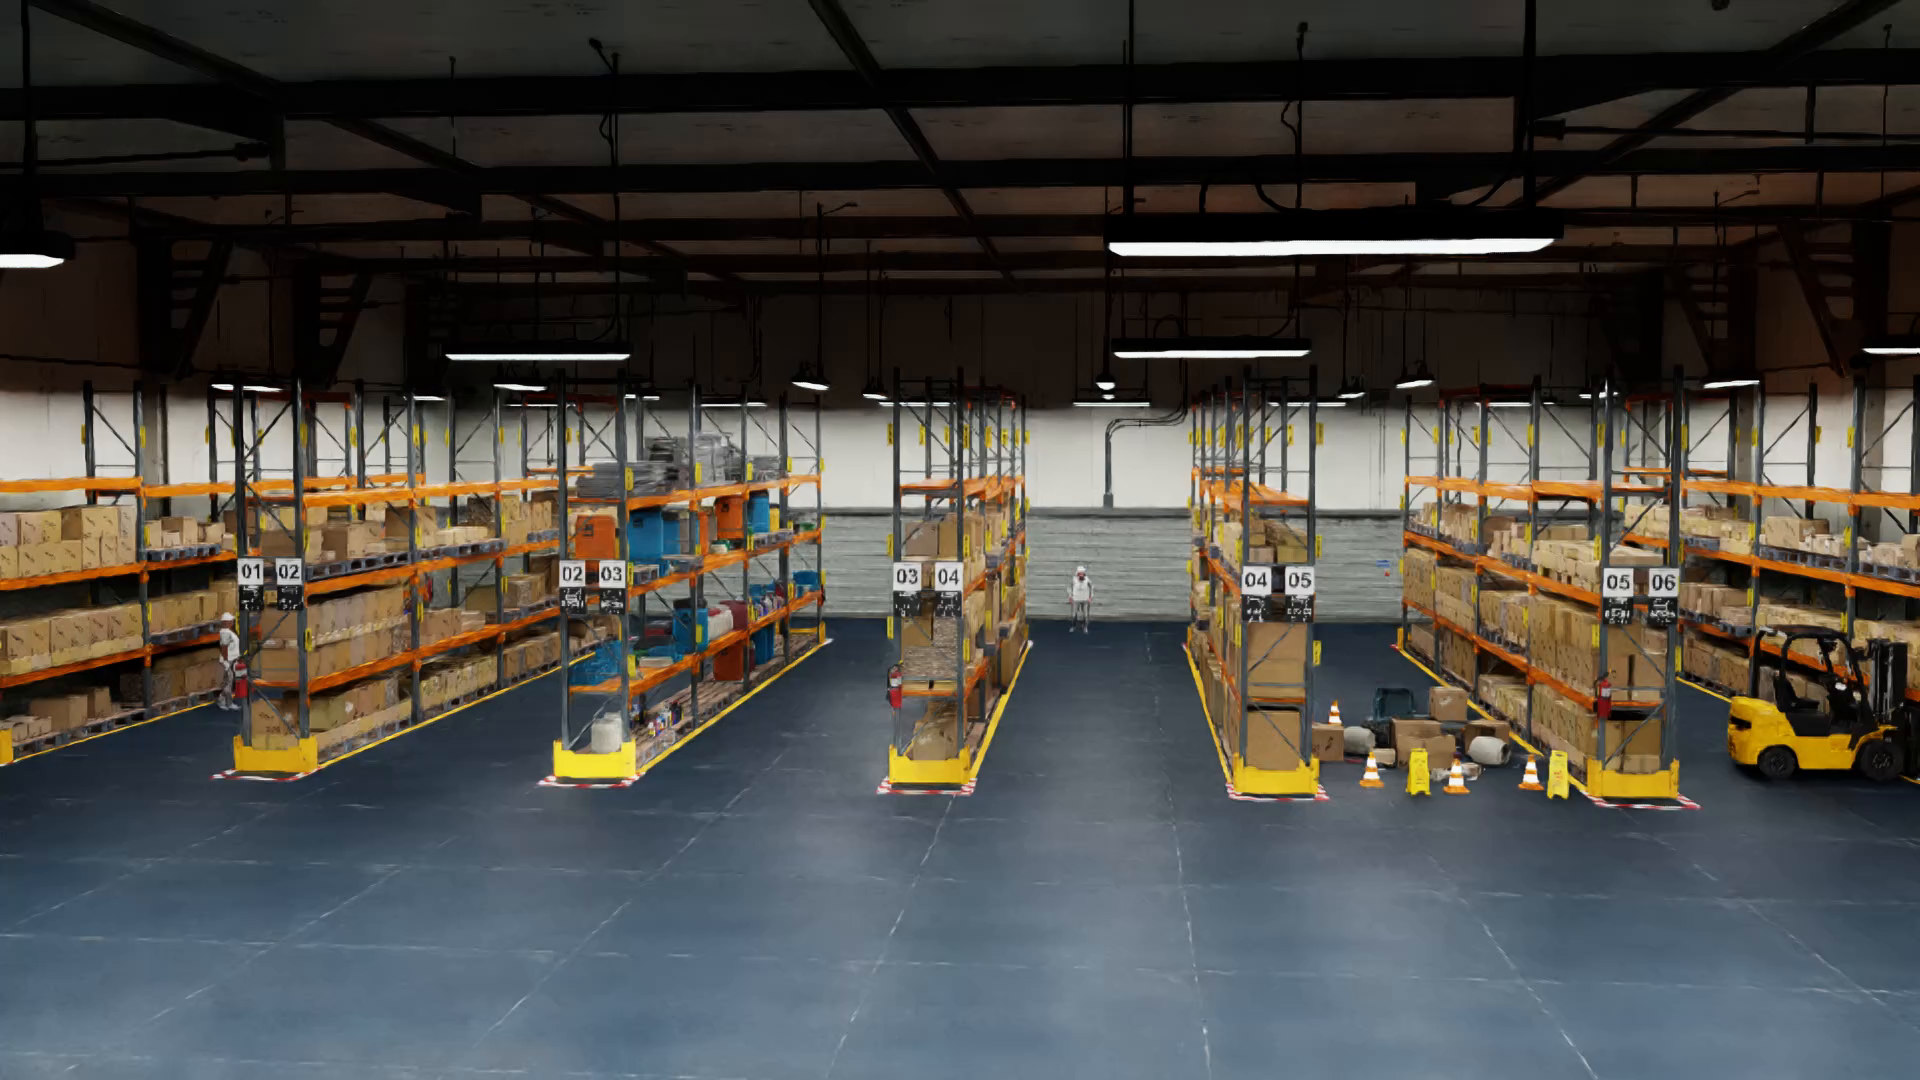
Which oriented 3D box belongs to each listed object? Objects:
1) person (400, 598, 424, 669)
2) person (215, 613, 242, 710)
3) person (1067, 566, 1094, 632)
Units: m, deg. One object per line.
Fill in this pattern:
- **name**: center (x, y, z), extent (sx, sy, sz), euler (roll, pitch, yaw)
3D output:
- **person**: center (-11.616, 2.010, 35.202), extent (0.461, 1.596, 0.990), euler (0, 4, 4)
- **person**: center (-13.376, 2.222, 30.385), extent (0.444, 1.781, 0.604), euler (-1, 4, -19)
- **person**: center (3.082, 1.510, 42.470), extent (0.677, 1.726, 0.574), euler (0, 4, 3)
